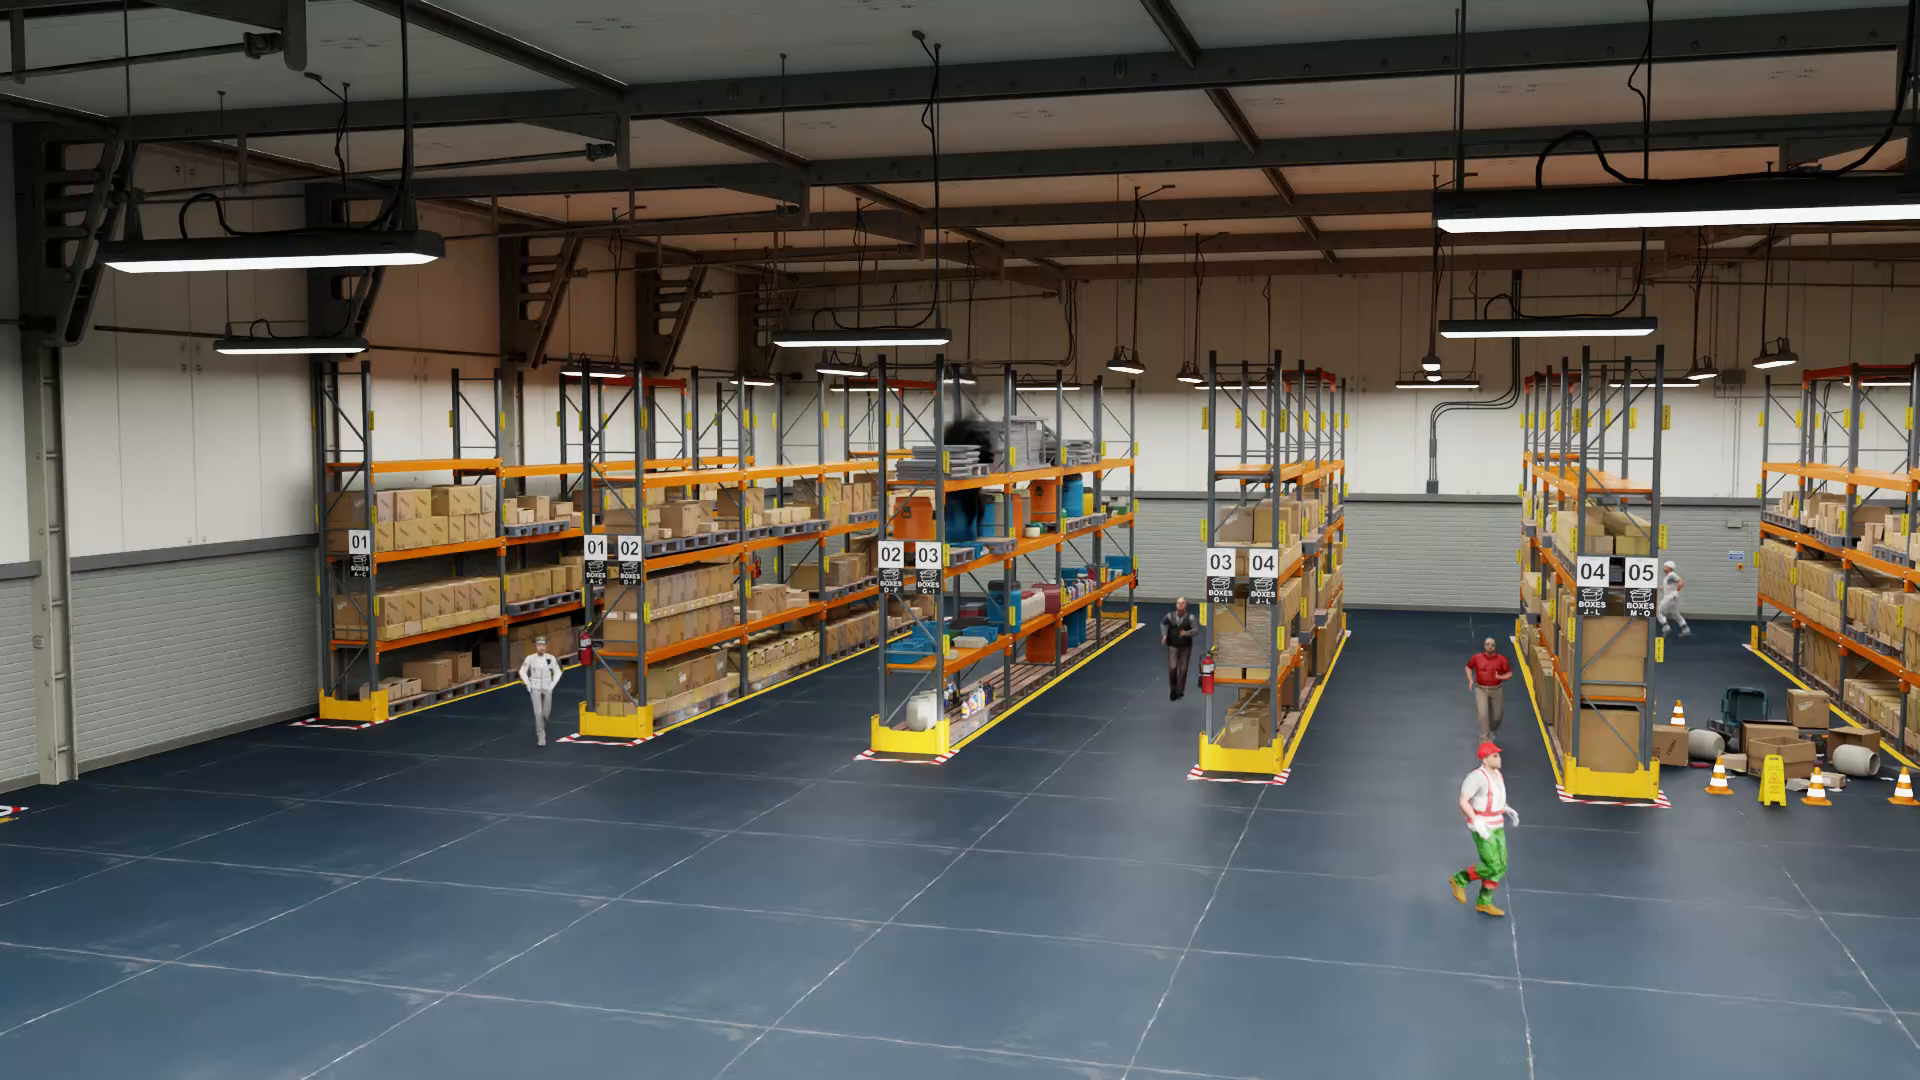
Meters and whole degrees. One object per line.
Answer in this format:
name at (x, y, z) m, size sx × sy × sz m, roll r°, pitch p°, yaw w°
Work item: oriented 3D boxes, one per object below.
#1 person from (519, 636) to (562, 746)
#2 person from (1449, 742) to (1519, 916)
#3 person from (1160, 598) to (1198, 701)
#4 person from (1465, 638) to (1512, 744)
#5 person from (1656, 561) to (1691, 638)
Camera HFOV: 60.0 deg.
person at (-6.534, 2.320, 25.931) m, size 0.636 × 1.668 × 0.709 m, roll -2°, pitch 4°, yaw -21°
person at (5.336, 2.920, 16.960) m, size 0.678 × 1.756 × 0.593 m, roll -4°, pitch 6°, yaw -44°
person at (3.718, 1.863, 28.229) m, size 0.644 × 1.762 × 0.640 m, roll 1°, pitch 4°, yaw 7°
person at (8.039, 2.331, 25.280) m, size 0.672 × 1.701 × 0.953 m, roll 1°, pitch 4°, yaw 13°
person at (16.306, 1.384, 38.152) m, size 0.888 × 1.789 × 0.677 m, roll 2°, pitch 4°, yaw 24°
